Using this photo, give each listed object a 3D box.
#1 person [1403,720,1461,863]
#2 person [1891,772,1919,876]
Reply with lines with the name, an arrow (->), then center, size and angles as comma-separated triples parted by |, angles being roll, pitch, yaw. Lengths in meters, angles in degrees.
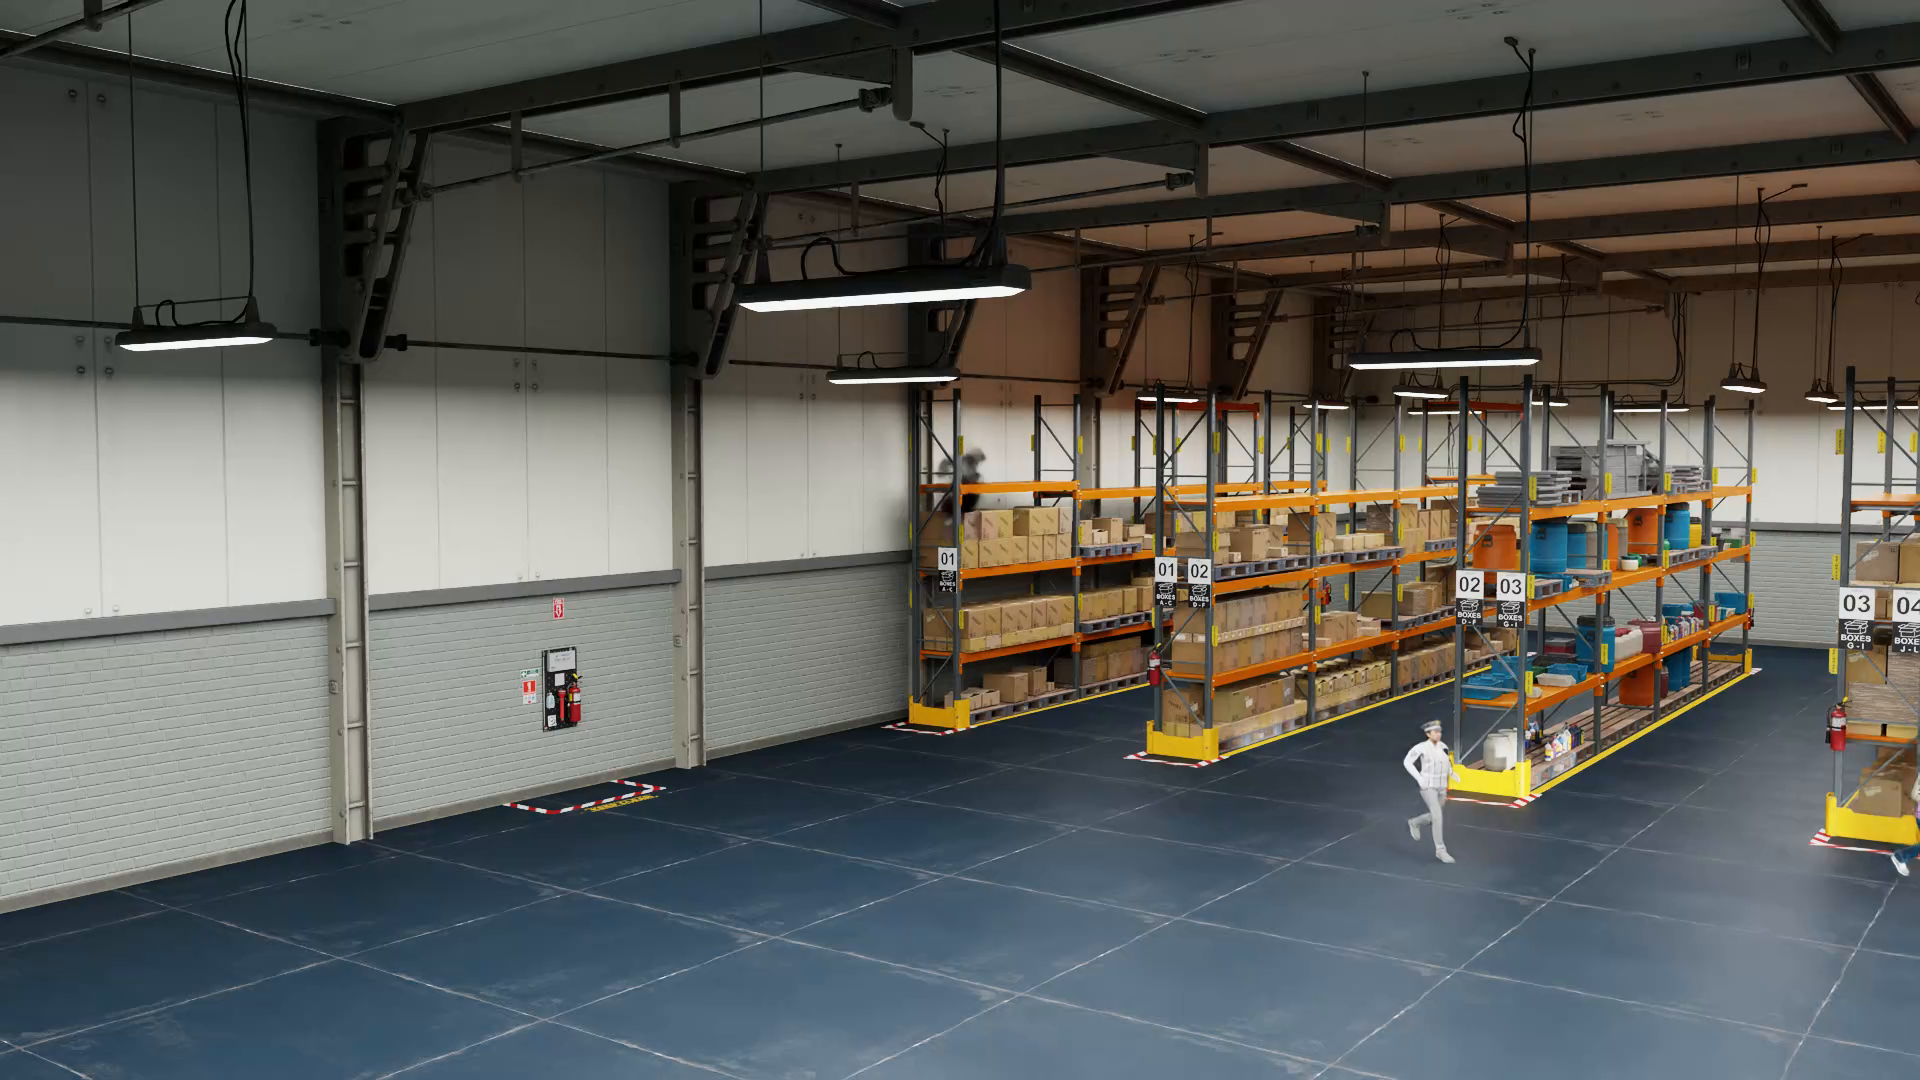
person -> 5.727, 3.019, 20.253 | 0.618, 1.696, 0.843 | -2, 4, -26
person -> 10.921, 3.149, 18.774 | 0.545, 1.591, 0.768 | -1, 4, -23
